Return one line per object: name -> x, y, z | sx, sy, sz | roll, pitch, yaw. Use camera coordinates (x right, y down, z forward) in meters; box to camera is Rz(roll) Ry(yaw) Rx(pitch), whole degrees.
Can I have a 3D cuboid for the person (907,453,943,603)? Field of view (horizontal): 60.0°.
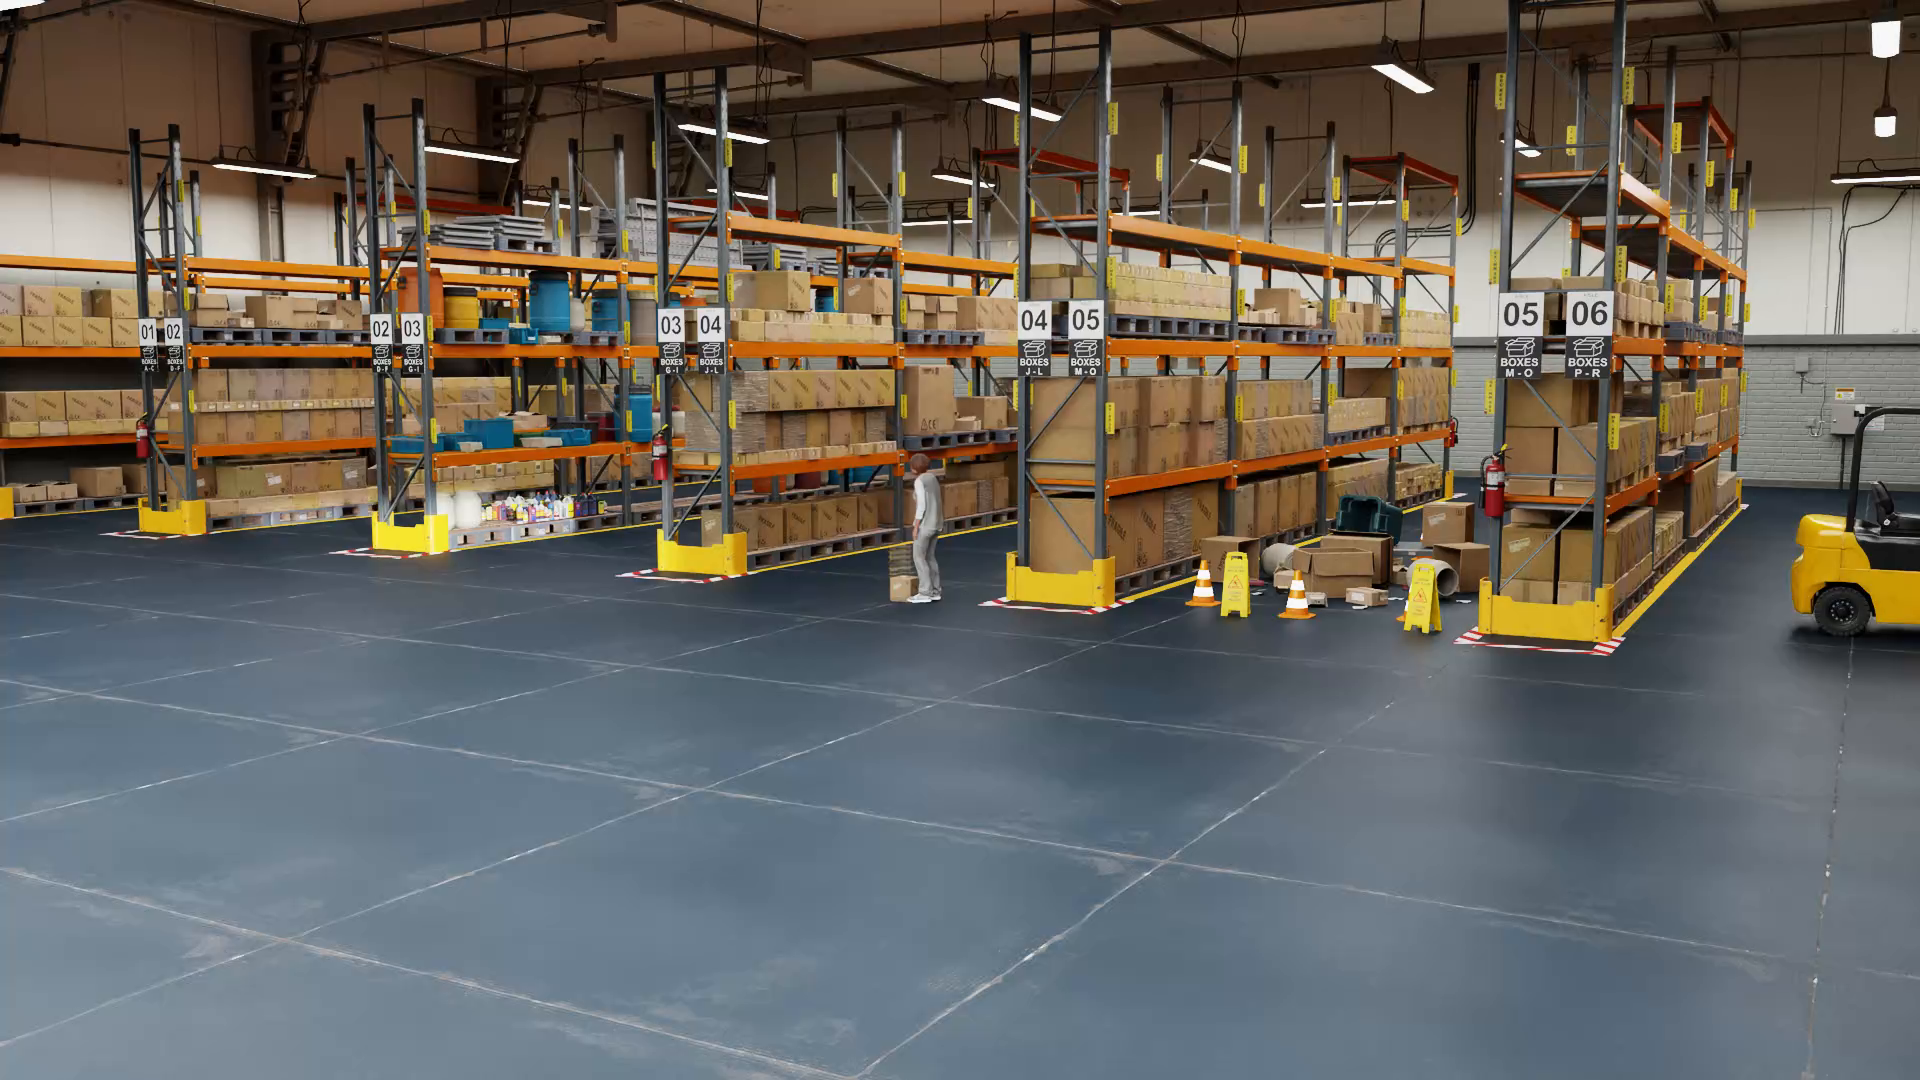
person -> -0.364, -0.129, 17.771 | 0.345, 1.591, 0.476 | 3, 7, 25
